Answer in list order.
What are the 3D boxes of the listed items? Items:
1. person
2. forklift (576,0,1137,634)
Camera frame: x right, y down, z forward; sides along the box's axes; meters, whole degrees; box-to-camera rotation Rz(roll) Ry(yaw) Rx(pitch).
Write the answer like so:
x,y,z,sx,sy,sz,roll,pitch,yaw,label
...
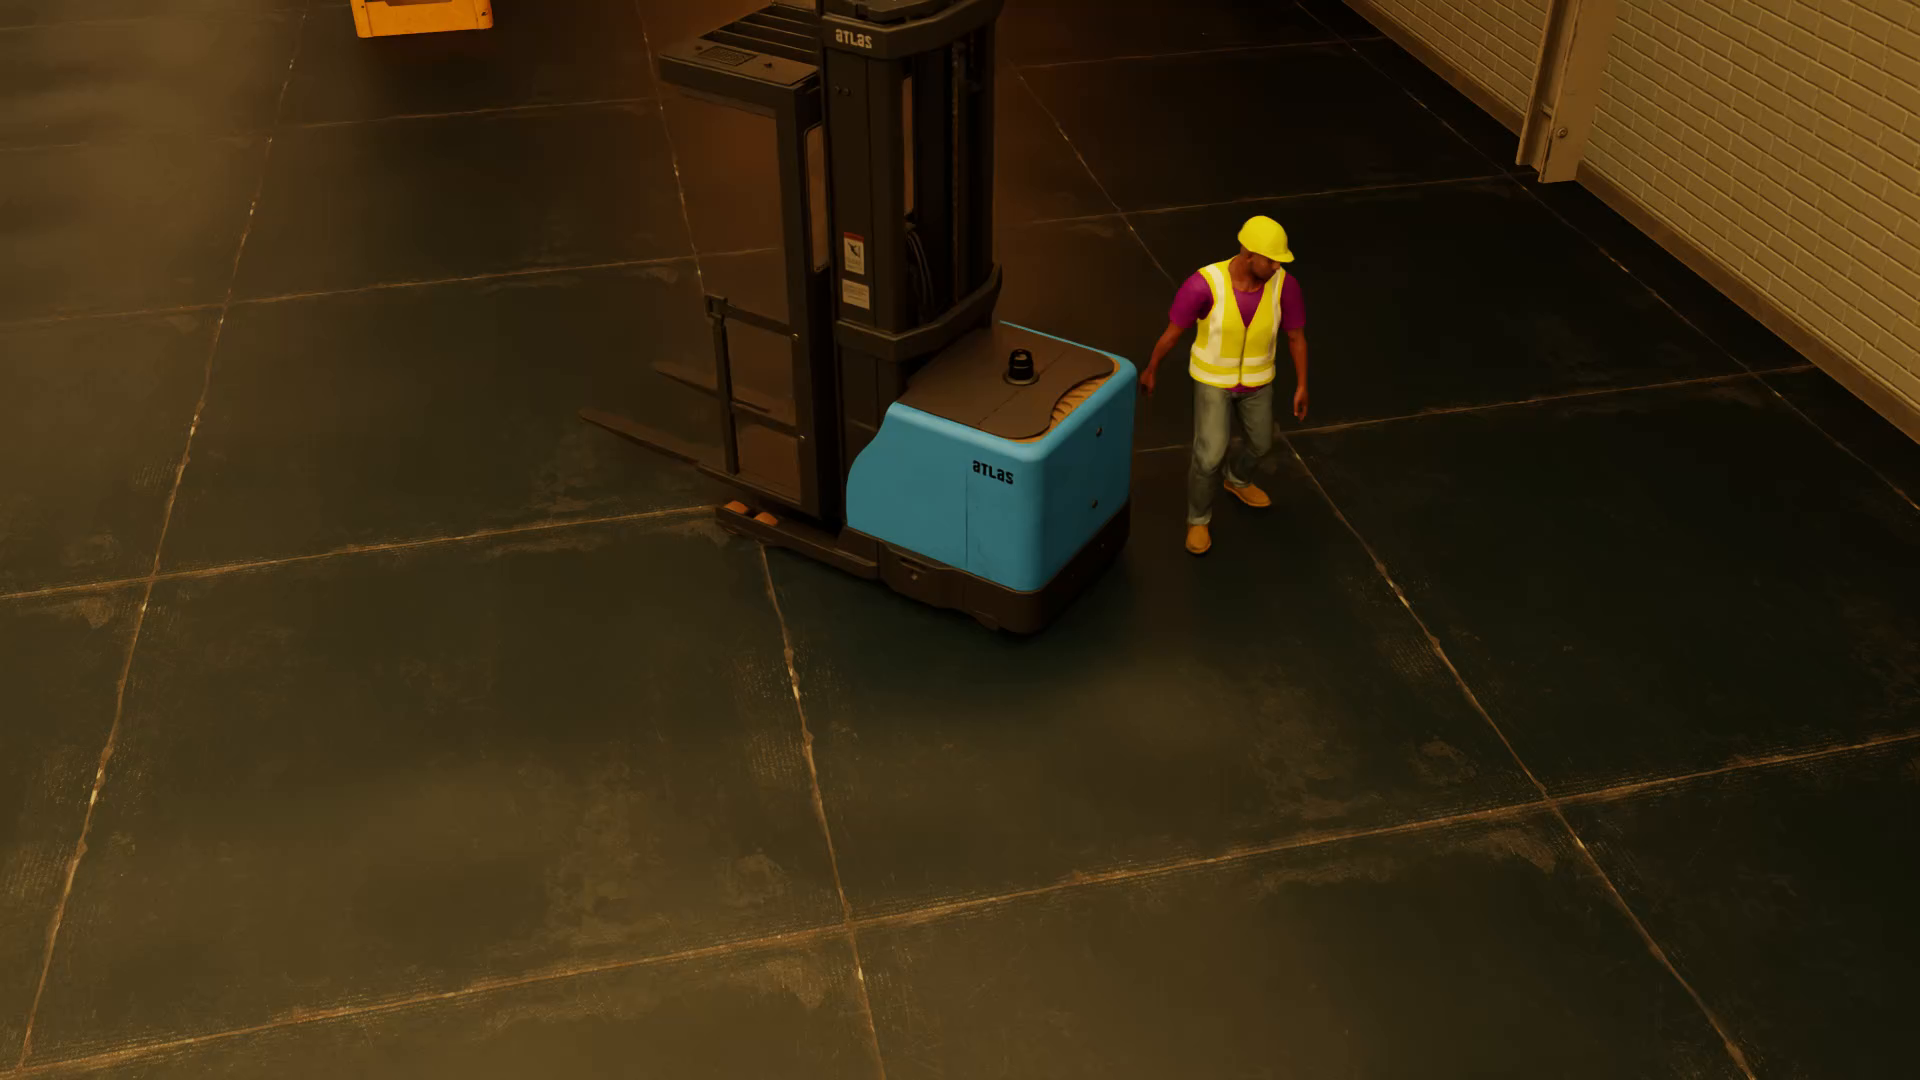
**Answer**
x,y,z,sx,sy,sz,roll,pitch,yaw,label
1.318,-0.792,8.207,0.803,1.712,0.656,-5,36,-7,person
-0.659,-1.400,7.996,3.031,2.935,1.130,20,40,26,forklift
